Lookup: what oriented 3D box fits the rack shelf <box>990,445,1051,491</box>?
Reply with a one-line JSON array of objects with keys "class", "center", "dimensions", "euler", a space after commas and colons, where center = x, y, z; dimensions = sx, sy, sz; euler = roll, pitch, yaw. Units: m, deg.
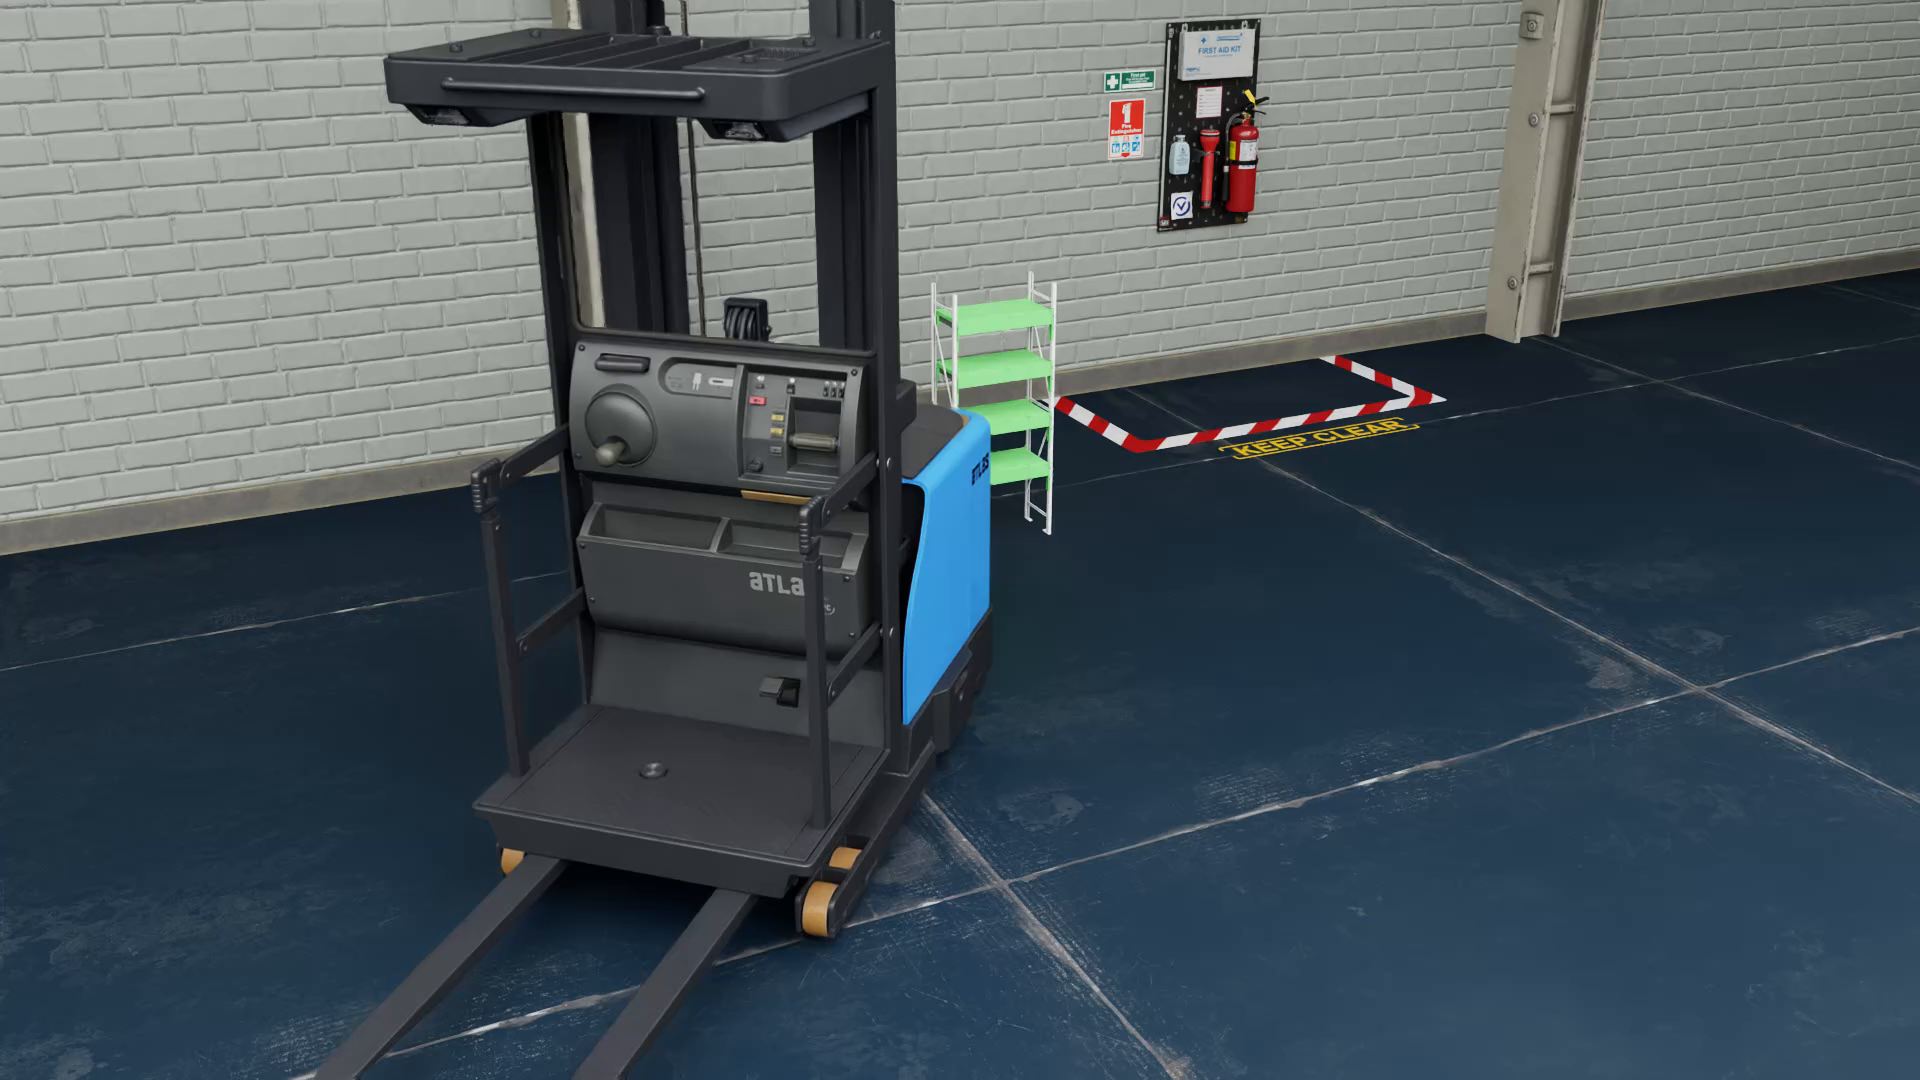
[{"class": "rack shelf", "center": [0.149, -0.301, 7.703], "dimensions": [0.480, 0.148, 0.258], "euler": [-10, 25, -24]}]

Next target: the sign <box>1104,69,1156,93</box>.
[{"class": "sign", "center": [0.948, -2.562, 9.278], "dimensions": [0.331, 0.109, 0.001], "euler": [-10, 25, -24]}]

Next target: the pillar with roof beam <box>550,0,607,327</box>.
[{"class": "pillar with roof beam", "center": [0.187, -3.049, 3.350], "dimensions": [0.400, 9.000, 9.100], "euler": [-10, 25, -24]}]

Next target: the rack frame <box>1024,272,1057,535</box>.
[{"class": "rack frame", "center": [0.369, -0.622, 7.685], "dimensions": [0.015, 1.200, 0.240], "euler": [-10, 25, -24]}]

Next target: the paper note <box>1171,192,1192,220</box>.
[{"class": "paper note", "center": [1.293, -1.947, 9.683], "dimensions": [0.142, 0.148, 0.016], "euler": [-10, 25, -24]}]

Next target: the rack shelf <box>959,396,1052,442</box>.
[{"class": "rack shelf", "center": [0.149, -0.523, 7.611], "dimensions": [0.480, 0.148, 0.258], "euler": [-10, 25, -24]}]

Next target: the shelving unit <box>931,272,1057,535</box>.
[{"class": "shelving unit", "center": [0.149, -0.582, 7.587], "dimensions": [0.503, 1.200, 0.258], "euler": [-10, 25, -24]}]

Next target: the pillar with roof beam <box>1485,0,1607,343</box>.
[{"class": "pillar with roof beam", "center": [5.593, -4.044, 5.755], "dimensions": [0.400, 9.000, 9.100], "euler": [-10, 25, -24]}]

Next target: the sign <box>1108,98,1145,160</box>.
[{"class": "sign", "center": [0.940, -2.320, 9.385], "dimensions": [0.234, 0.329, 0.001], "euler": [-10, 25, -24]}]

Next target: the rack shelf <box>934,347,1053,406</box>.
[{"class": "rack shelf", "center": [0.149, -0.745, 7.519], "dimensions": [0.480, 0.148, 0.258], "euler": [-10, 25, -24]}]

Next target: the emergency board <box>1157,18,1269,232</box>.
[{"class": "emergency board", "center": [1.483, -2.359, 9.528], "dimensions": [0.643, 1.169, 0.194], "euler": [-10, 25, -24]}]

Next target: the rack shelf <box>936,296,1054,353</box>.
[{"class": "rack shelf", "center": [0.149, -0.966, 7.428], "dimensions": [0.480, 0.148, 0.258], "euler": [-10, 25, -24]}]

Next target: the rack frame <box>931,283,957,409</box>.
[{"class": "rack frame", "center": [-0.071, -0.541, 7.489], "dimensions": [0.015, 1.200, 0.240], "euler": [-10, 25, -24]}]

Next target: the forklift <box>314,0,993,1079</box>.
[{"class": "forklift", "center": [-0.794, -0.349, 4.762], "dimensions": [1.130, 2.935, 3.031], "euler": [7, 23, 16]}]
